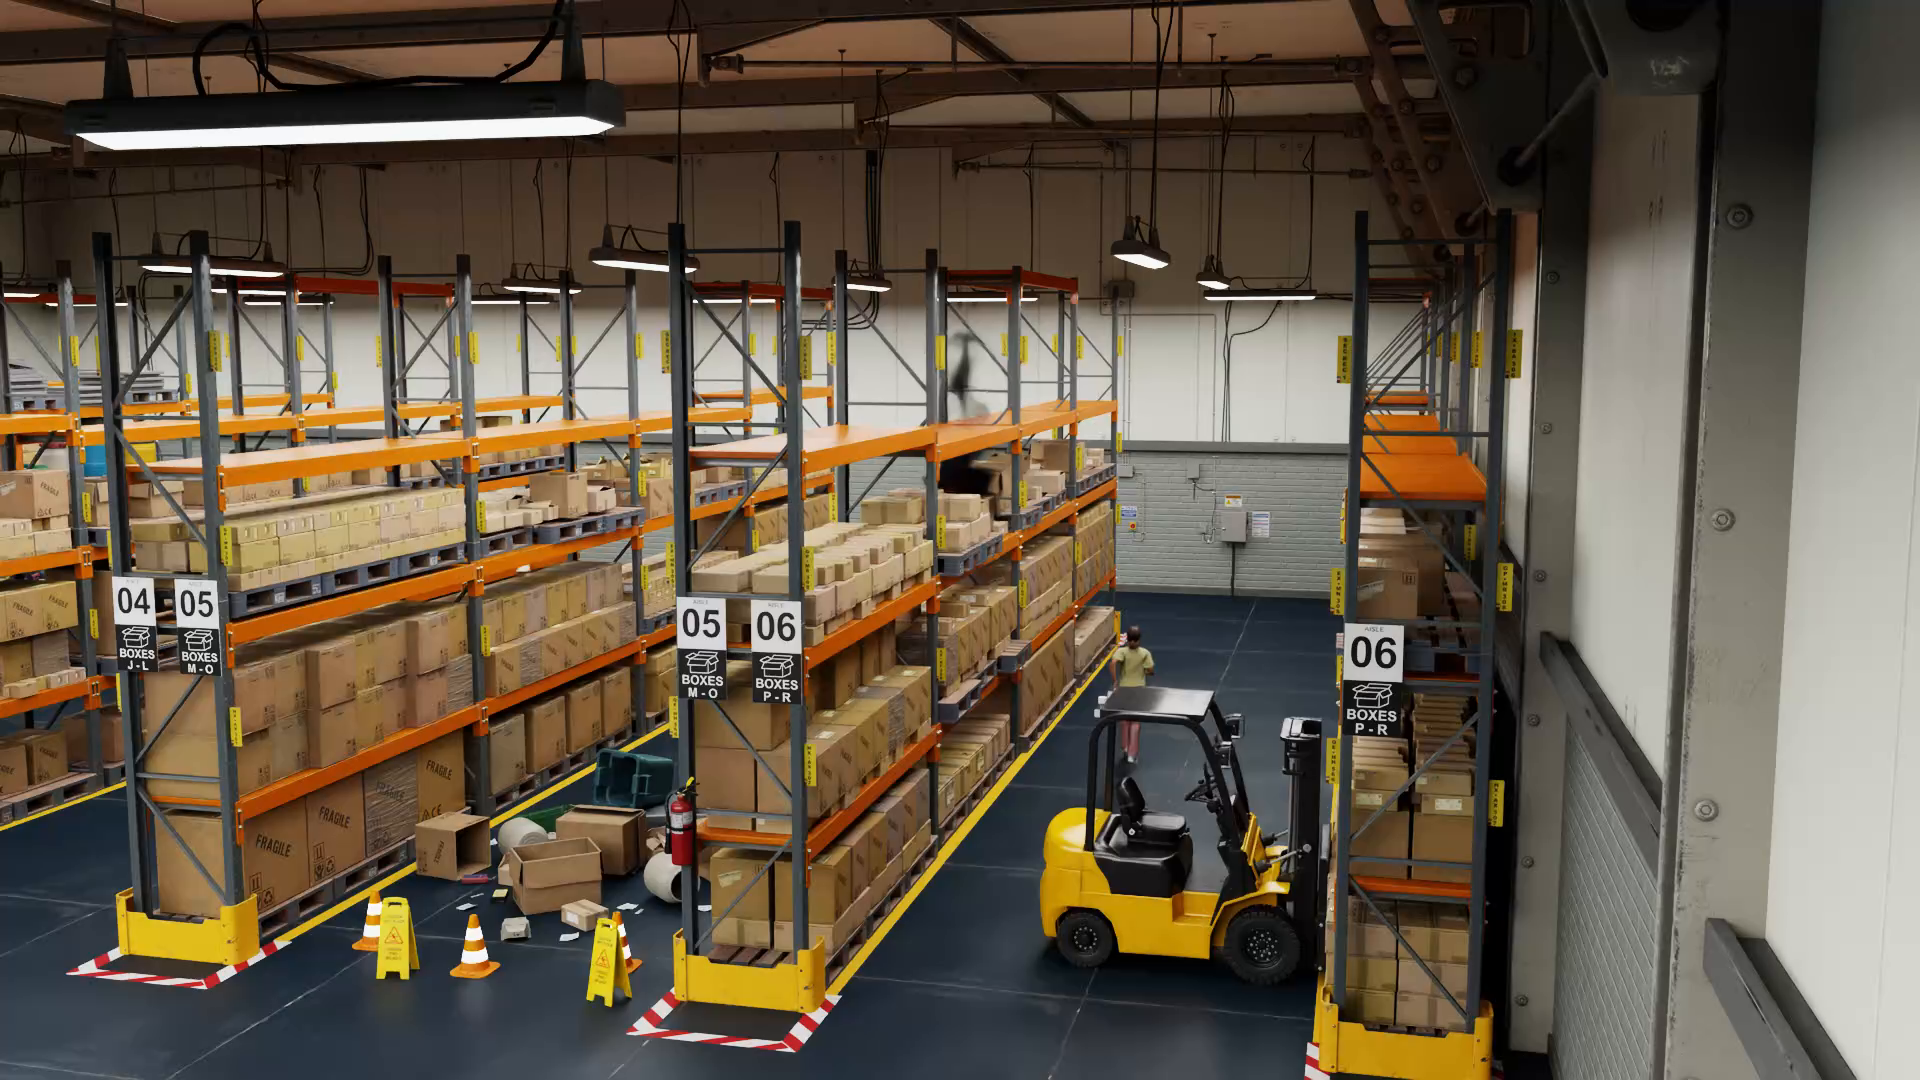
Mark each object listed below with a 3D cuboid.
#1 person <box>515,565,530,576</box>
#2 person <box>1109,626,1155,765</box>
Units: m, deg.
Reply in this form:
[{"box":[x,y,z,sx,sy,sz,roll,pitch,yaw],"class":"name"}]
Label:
[{"box":[-6.521,1.229,24.876,0.701,1.754,0.963,0,7,3],"class":"person"},{"box":[2.085,1.898,20.093,0.521,1.709,0.790,2,7,15],"class":"person"}]
